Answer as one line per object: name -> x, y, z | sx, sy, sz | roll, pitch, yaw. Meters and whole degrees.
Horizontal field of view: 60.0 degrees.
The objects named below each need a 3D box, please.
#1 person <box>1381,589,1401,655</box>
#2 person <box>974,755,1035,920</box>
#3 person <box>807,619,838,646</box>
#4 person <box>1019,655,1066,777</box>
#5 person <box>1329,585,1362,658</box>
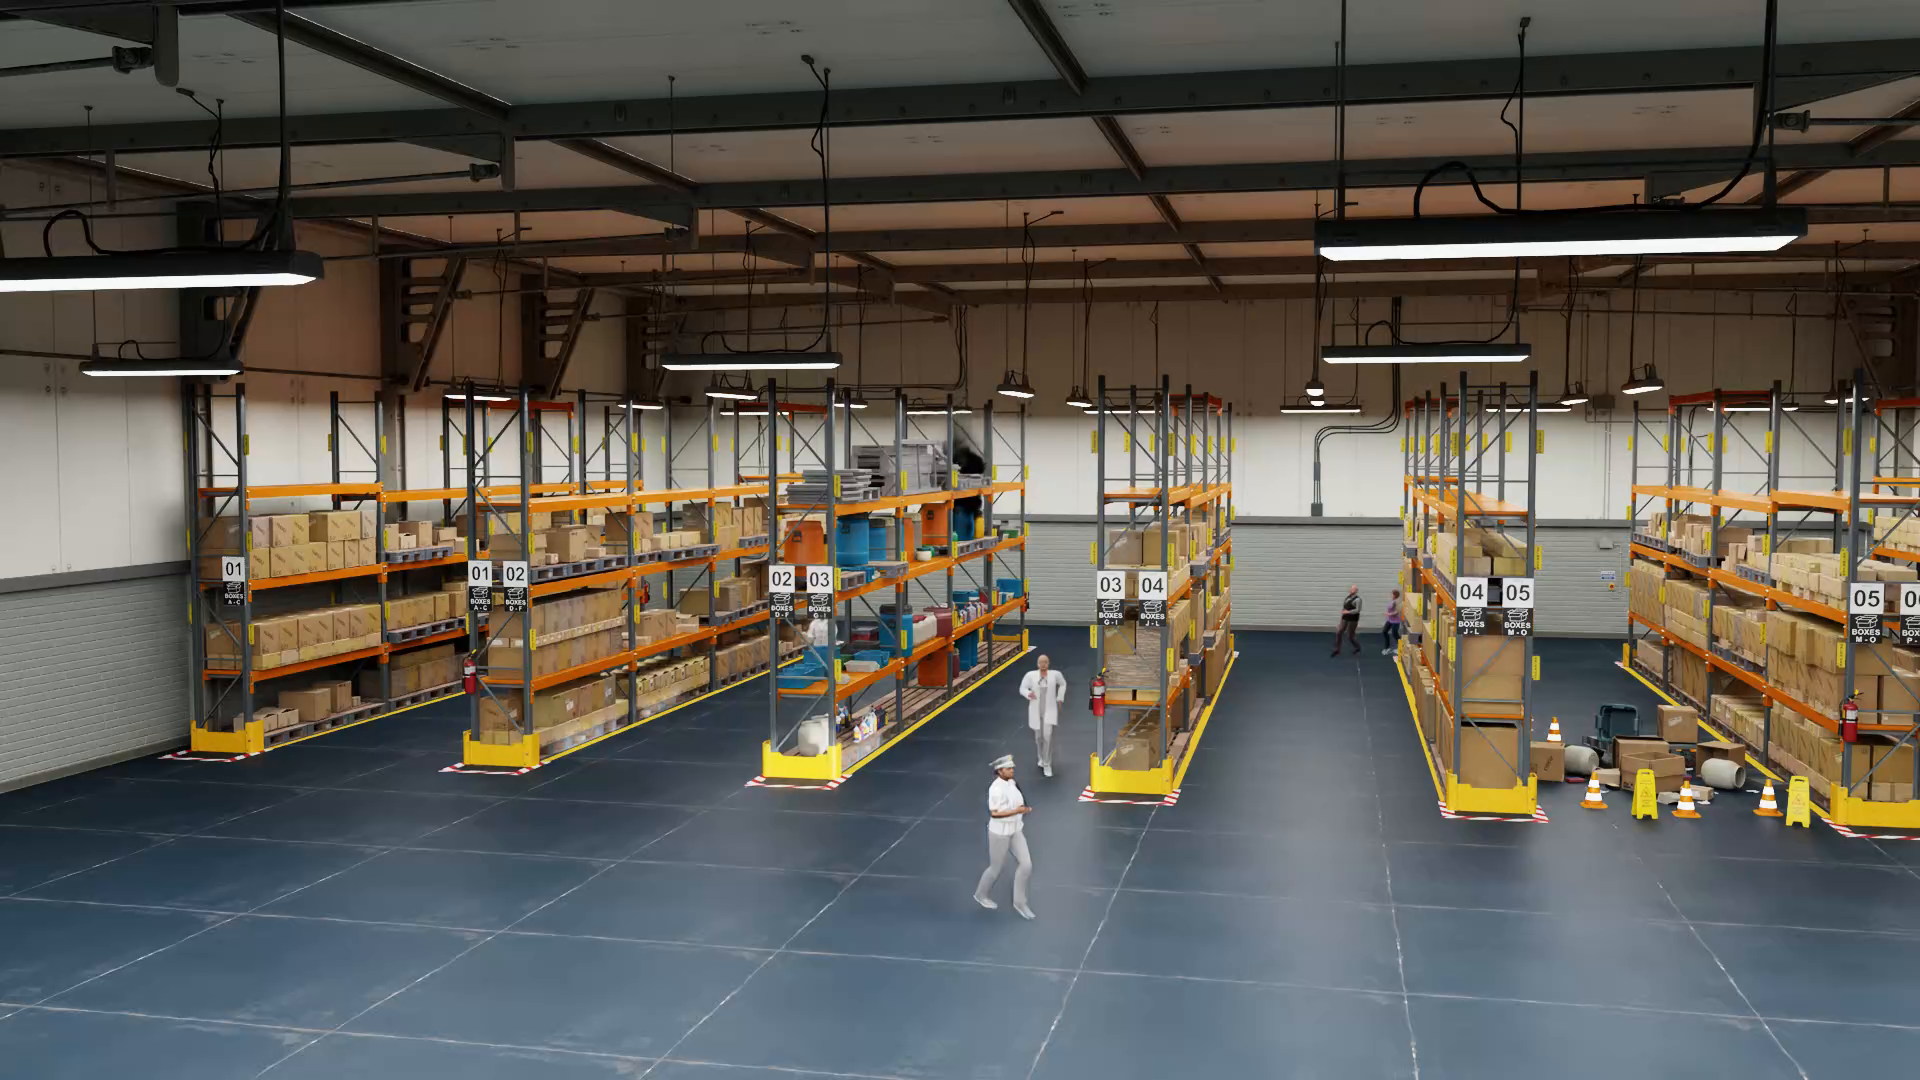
person -> 10.337, 1.964, 39.538 | 0.640, 1.611, 0.554 | -1, 3, -12
person -> 0.478, 3.141, 17.665 | 0.728, 1.754, 0.560 | 3, 4, 39
person -> -2.816, 2.195, 33.900 | 0.612, 1.702, 0.919 | 0, 3, 0
person -> 1.258, 2.666, 25.447 | 0.687, 1.840, 0.862 | 1, 3, 11
person -> 9.139, 1.908, 39.013 | 0.894, 1.707, 0.667 | -2, 4, -26
